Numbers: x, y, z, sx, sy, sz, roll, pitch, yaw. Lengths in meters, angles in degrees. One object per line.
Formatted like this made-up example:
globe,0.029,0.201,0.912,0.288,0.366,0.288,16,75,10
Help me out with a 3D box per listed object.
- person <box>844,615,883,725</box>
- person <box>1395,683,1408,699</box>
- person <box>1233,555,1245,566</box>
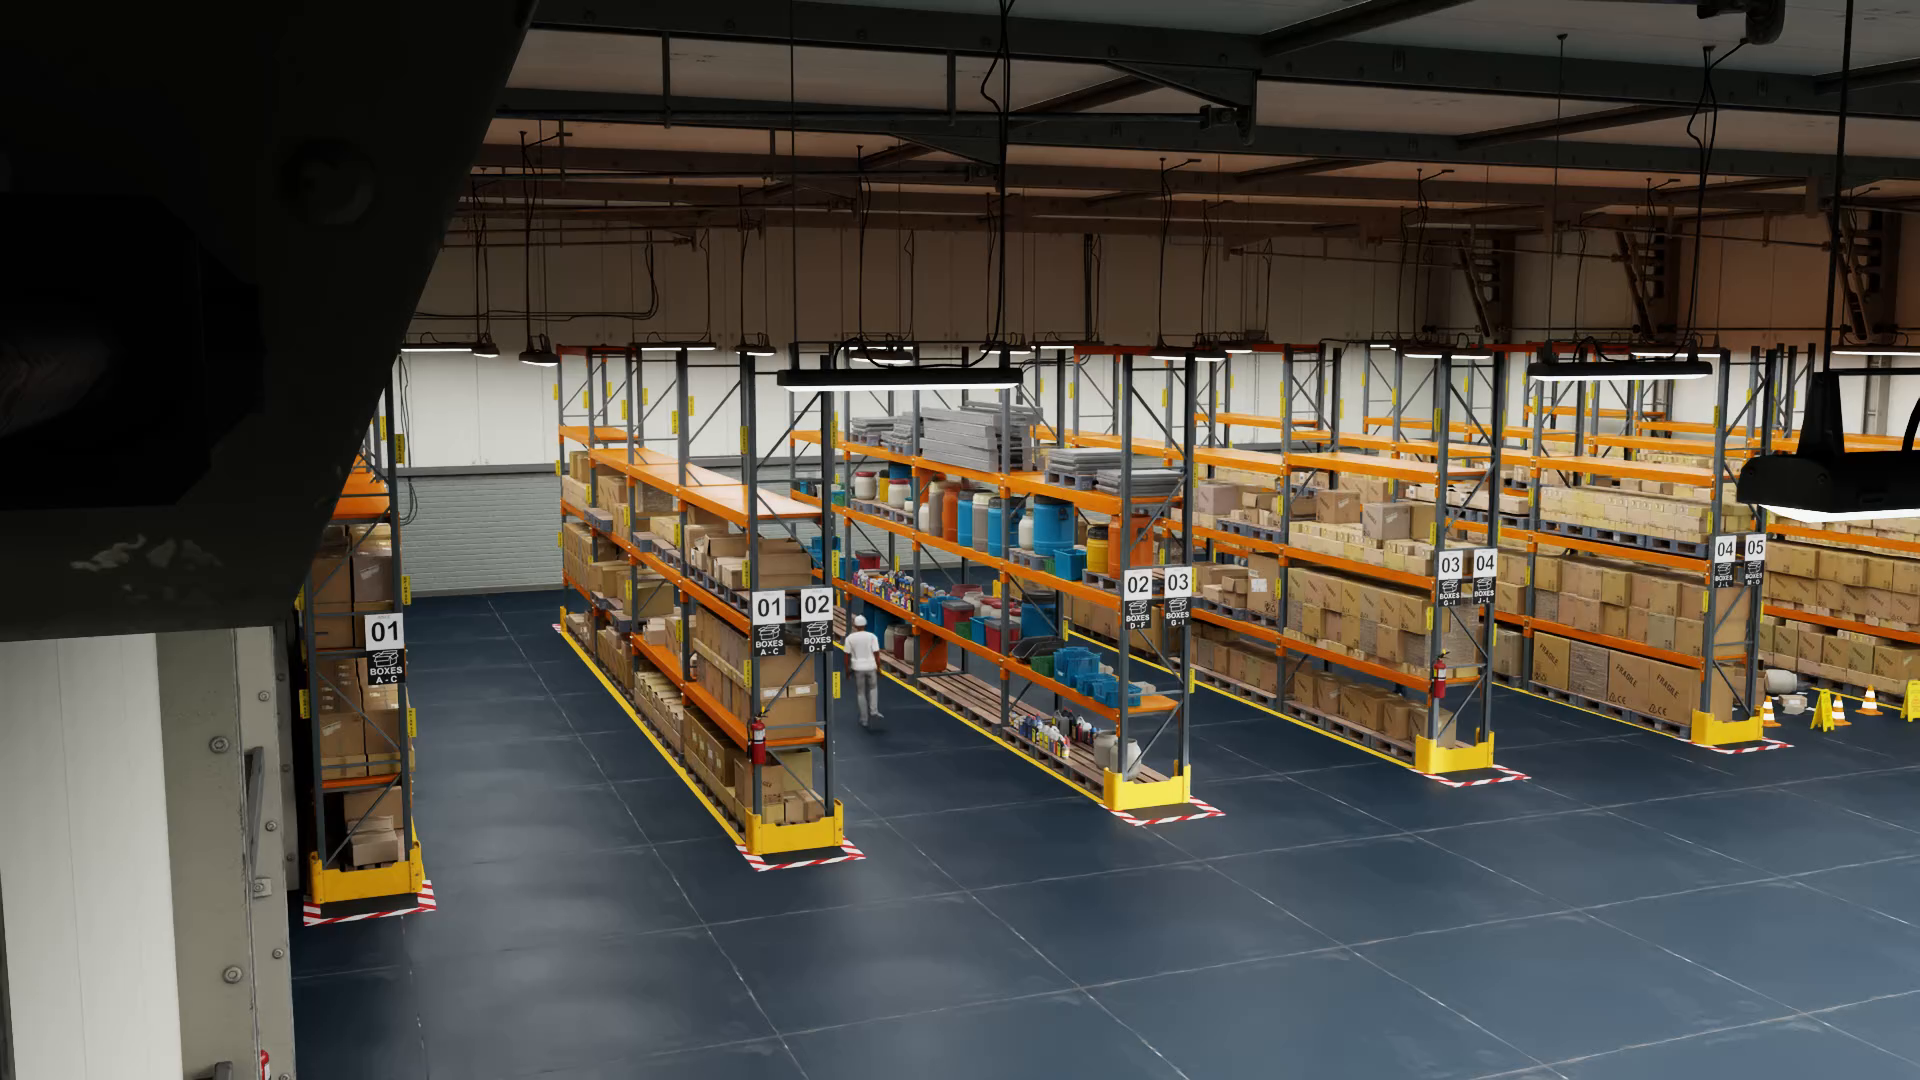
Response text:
person,-1.549,2.076,26.630,0.600,1.757,0.489,-1,7,-10
person,7.506,1.995,28.018,0.428,1.539,0.898,-1,7,-6
person,7.332,-0.055,43.736,0.477,1.647,0.887,6,10,41
